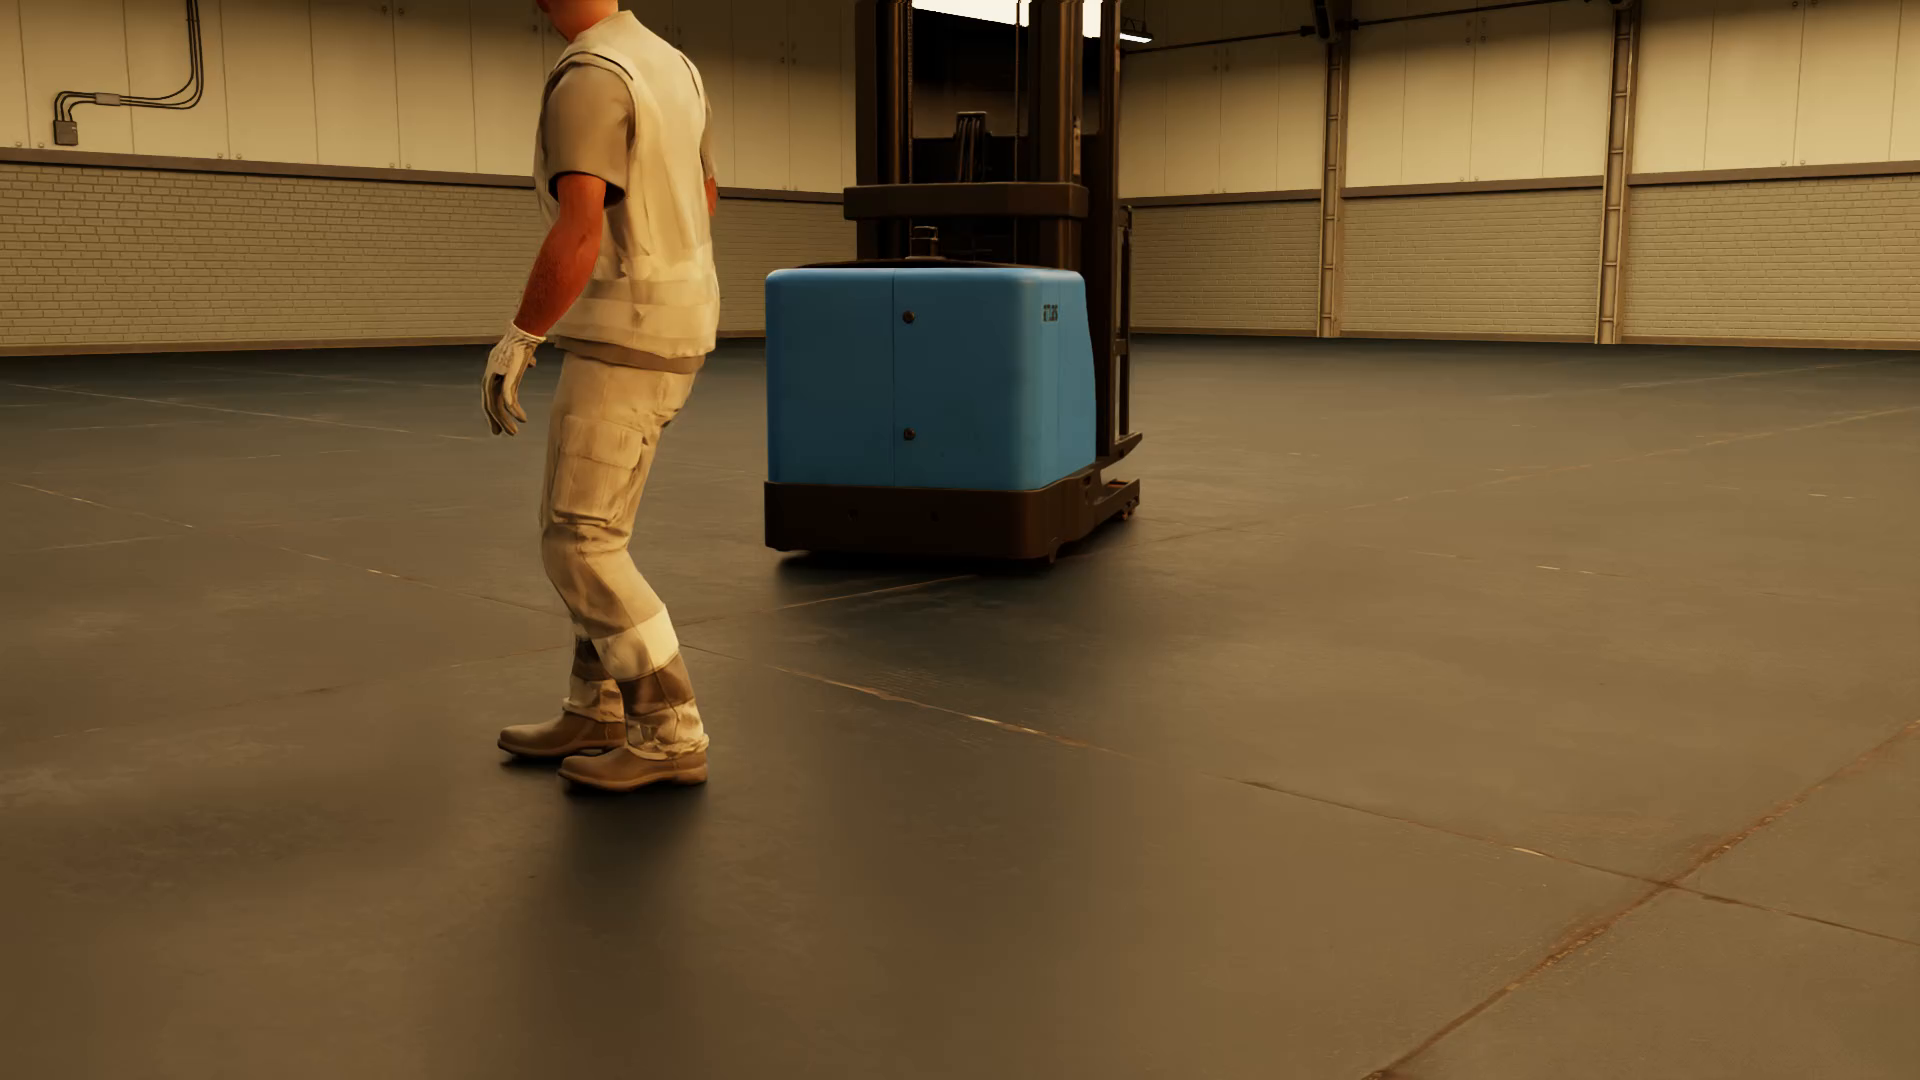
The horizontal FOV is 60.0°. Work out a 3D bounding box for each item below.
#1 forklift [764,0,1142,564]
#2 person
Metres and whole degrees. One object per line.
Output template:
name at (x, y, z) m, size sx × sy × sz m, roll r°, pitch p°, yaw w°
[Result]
forklift at (0.183, -1.544, 7.127) m, size 1.130 × 2.935 × 3.031 m, roll 2°, pitch 9°, yaw 16°
person at (-0.746, -0.373, 3.335) m, size 0.507 × 1.751 × 0.742 m, roll 0°, pitch 9°, yaw 0°
